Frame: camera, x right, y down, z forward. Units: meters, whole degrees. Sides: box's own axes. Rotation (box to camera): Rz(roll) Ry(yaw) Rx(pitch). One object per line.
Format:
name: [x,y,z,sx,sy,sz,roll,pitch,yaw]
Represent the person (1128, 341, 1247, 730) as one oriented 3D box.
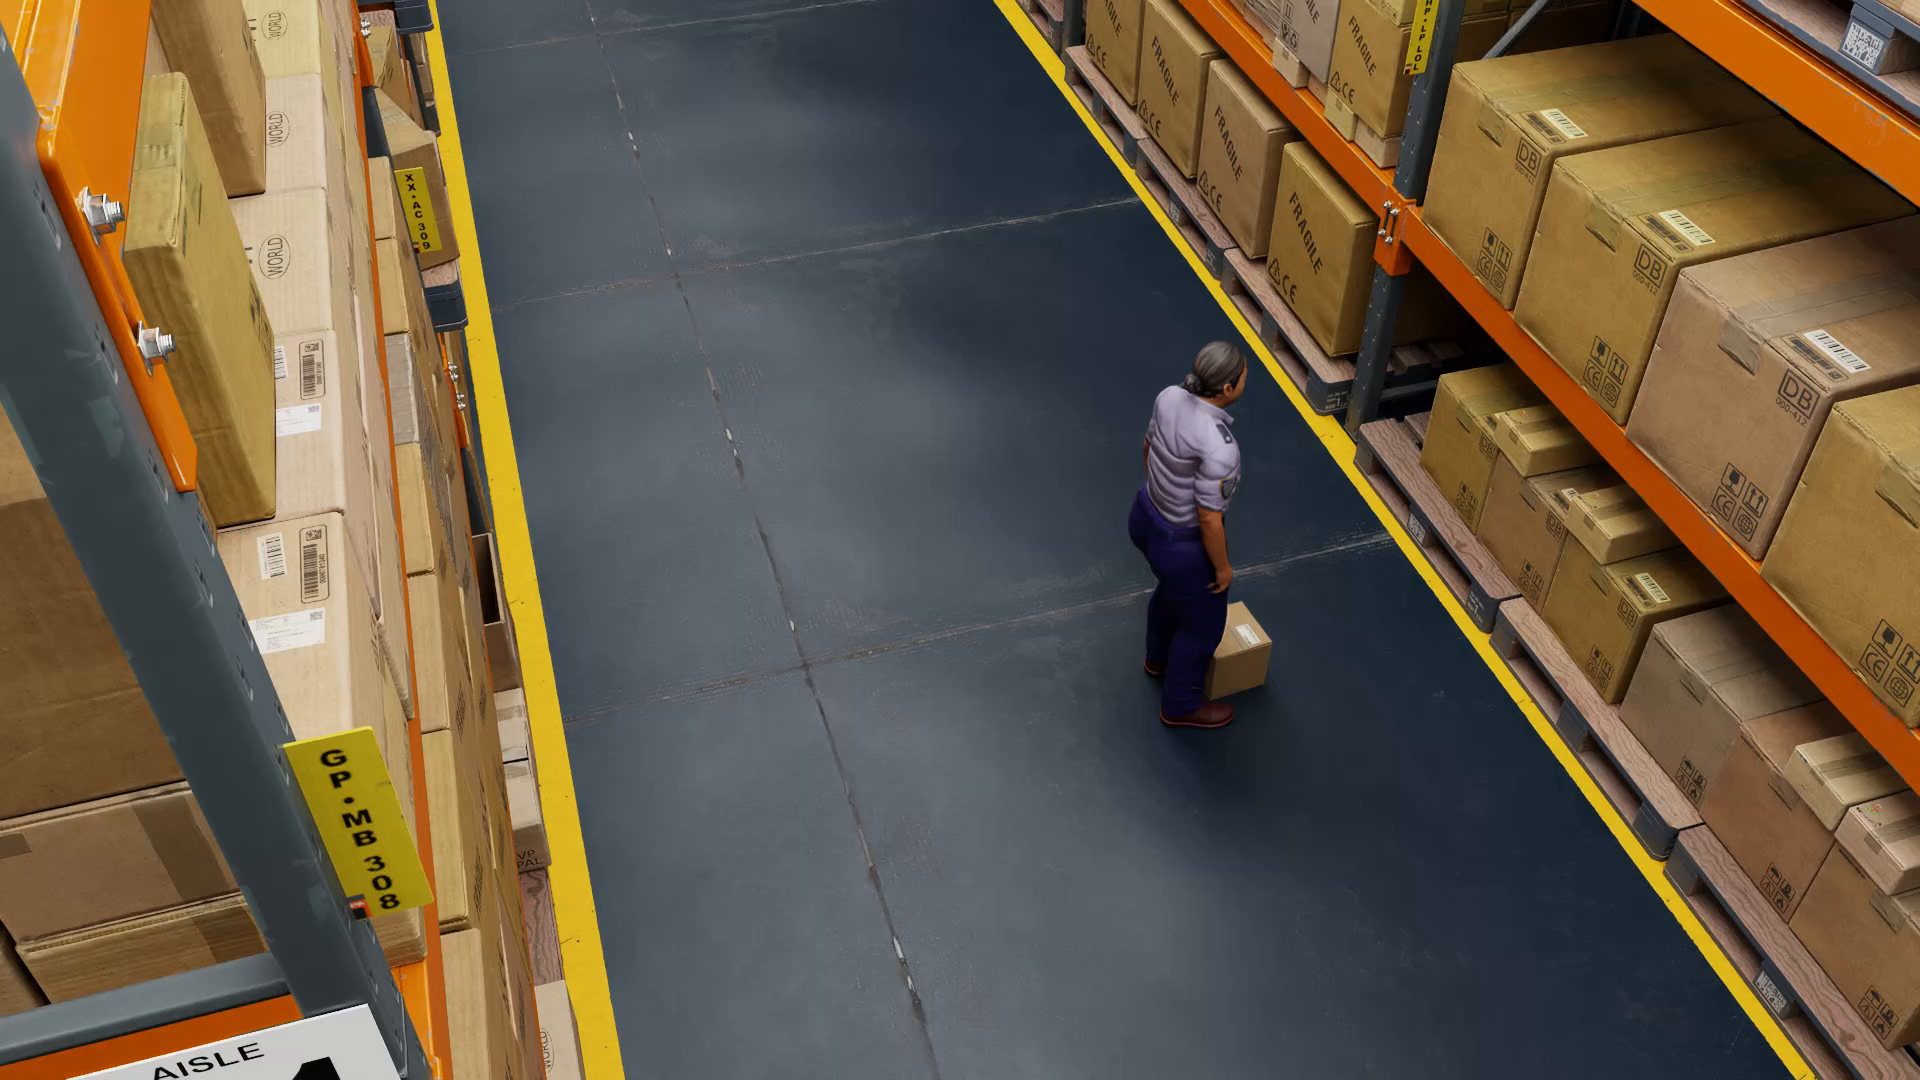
person: [0.872,-0.018,6.197,0.426,1.636,0.560,-15,44,-15]
